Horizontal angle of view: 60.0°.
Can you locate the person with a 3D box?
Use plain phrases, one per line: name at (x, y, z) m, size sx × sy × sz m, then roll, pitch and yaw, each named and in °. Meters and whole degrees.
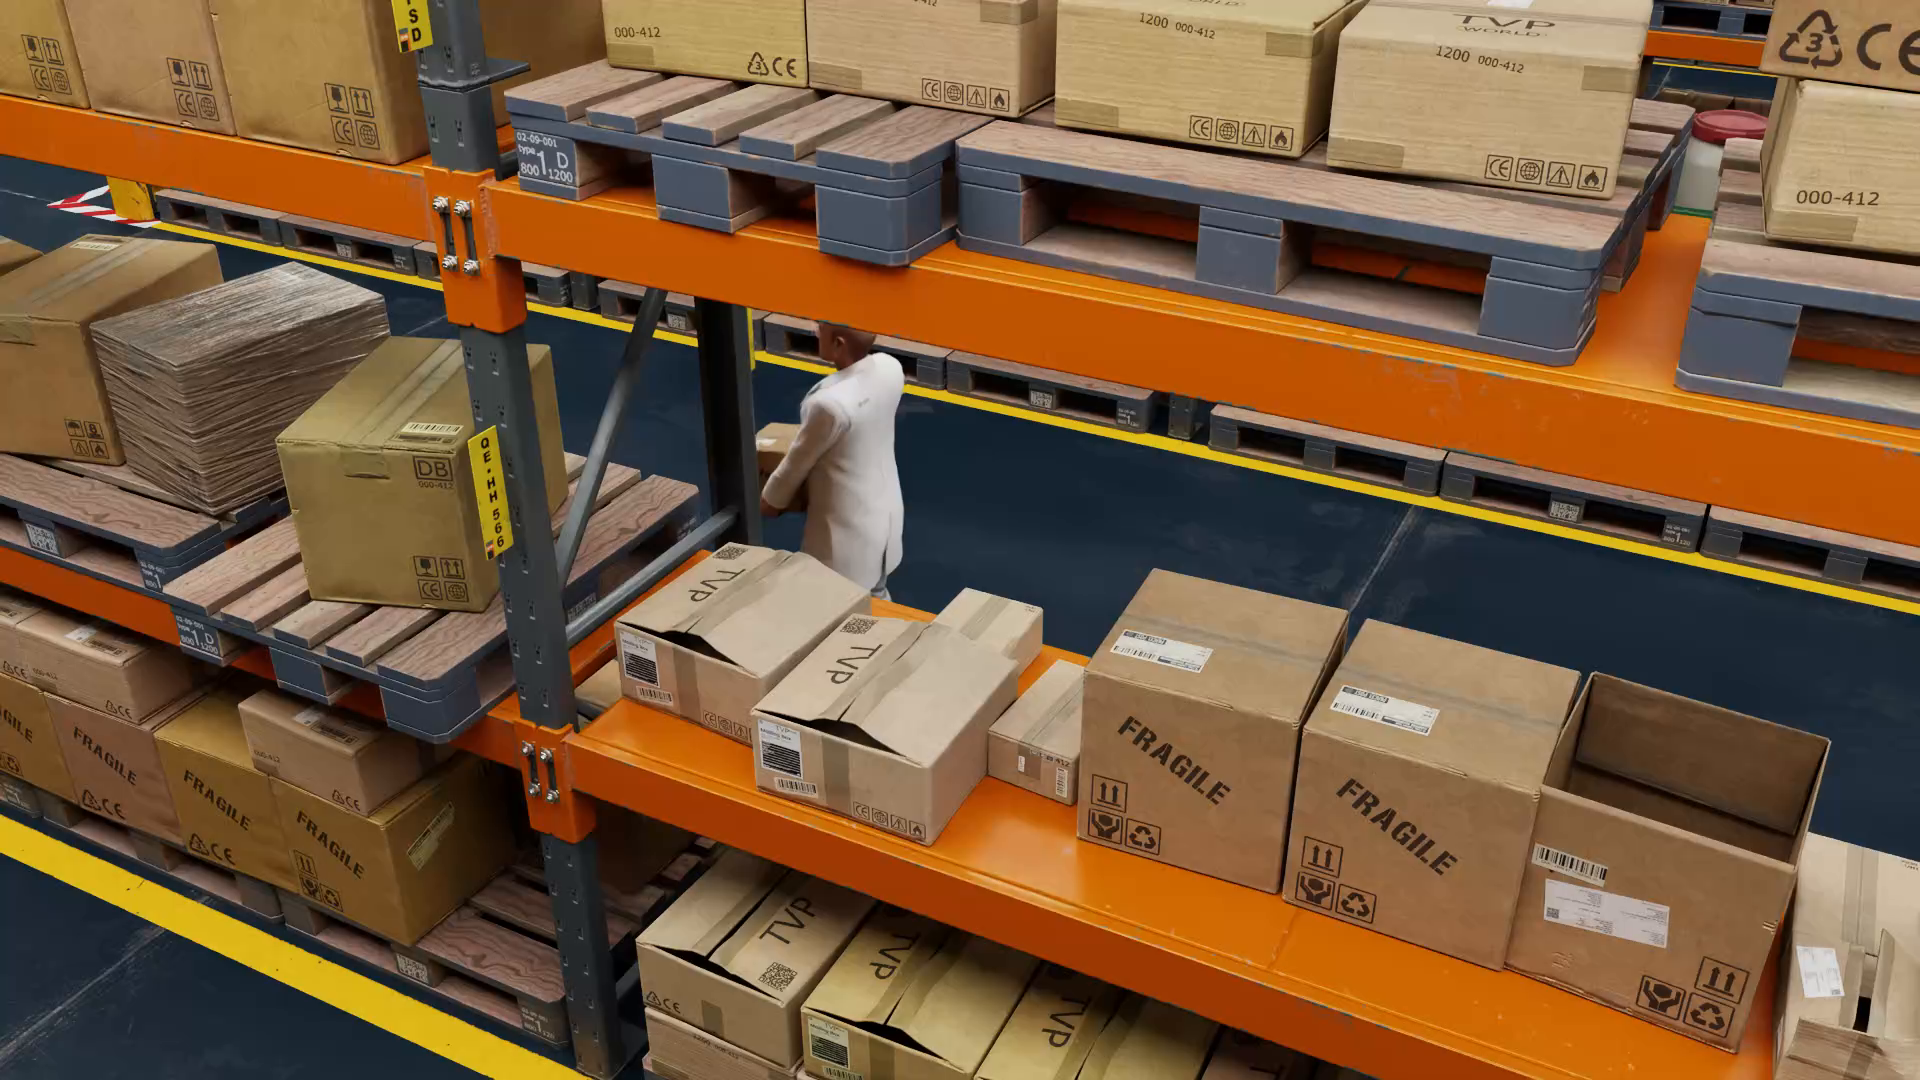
person at (-0.505, -0.103, 6.329) m, size 0.556 × 1.780 × 0.526 m, roll 14°, pitch 32°, yaw 23°
